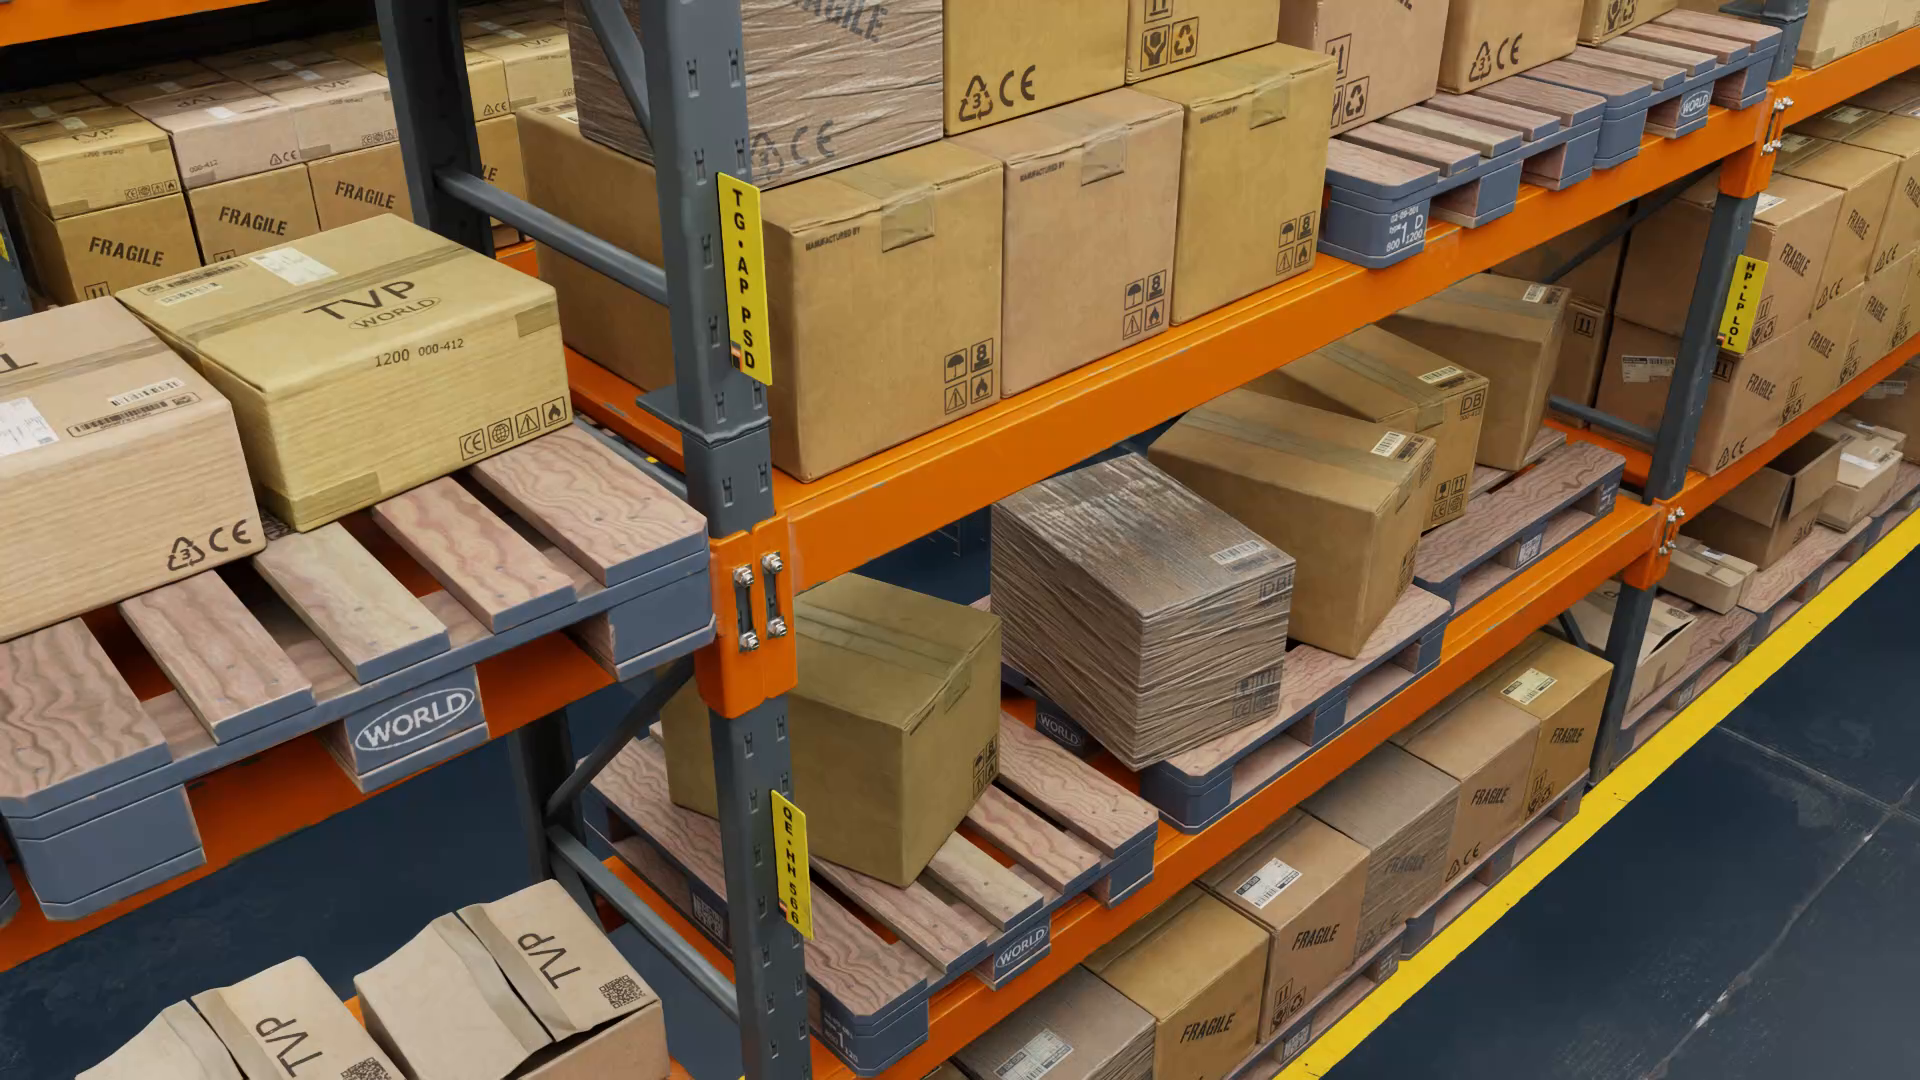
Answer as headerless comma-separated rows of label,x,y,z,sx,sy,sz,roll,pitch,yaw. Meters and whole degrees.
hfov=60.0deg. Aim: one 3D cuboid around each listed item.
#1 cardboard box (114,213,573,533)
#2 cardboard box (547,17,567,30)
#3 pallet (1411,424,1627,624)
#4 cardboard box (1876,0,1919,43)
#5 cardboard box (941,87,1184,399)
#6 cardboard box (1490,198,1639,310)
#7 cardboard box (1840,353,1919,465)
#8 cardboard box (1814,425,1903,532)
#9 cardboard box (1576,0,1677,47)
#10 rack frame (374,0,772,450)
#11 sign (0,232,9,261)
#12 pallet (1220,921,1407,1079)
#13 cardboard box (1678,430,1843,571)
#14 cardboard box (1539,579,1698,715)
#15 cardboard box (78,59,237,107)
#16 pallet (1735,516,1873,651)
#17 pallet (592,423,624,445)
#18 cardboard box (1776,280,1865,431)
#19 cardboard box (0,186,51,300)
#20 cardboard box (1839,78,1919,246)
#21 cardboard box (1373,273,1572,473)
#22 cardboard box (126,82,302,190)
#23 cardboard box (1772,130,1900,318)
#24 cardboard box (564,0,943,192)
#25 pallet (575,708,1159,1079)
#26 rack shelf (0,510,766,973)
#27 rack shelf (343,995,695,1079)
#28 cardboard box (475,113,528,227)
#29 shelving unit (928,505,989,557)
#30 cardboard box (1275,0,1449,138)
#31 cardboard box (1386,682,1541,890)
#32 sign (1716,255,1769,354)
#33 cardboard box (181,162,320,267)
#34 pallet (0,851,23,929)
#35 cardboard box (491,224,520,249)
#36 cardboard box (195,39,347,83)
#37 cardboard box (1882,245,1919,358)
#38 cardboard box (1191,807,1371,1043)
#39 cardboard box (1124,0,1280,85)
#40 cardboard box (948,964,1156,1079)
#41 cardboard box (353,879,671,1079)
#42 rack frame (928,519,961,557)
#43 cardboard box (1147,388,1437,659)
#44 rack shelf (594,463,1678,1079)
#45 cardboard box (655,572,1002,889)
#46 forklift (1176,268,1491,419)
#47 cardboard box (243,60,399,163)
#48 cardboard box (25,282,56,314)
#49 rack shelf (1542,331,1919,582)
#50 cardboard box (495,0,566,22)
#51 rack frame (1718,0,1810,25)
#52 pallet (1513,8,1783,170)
cardboard box,-0.999,-0.295,2.724,0.500,0.250,0.500,26,40,35
cardboard box,-1.693,-2.452,8.266,0.500,0.250,0.500,-25,39,-34
pallet,1.568,-0.178,5.850,1.213,0.211,1.003,-26,40,-35
cardboard box,3.122,-1.971,5.867,0.500,0.250,0.500,-26,40,-35
cardboard box,-0.034,-0.754,3.636,0.500,0.500,0.910,-26,40,-35
cardboard box,2.423,-1.249,6.364,0.500,0.500,0.500,-26,40,-35
cardboard box,4.930,-0.755,8.583,0.500,0.500,0.500,-26,40,-35
cardboard box,4.213,-0.323,8.116,0.500,0.250,0.500,-26,40,-35
cardboard box,1.809,-1.896,5.005,0.600,0.600,0.600,25,39,35
rack frame,-0.705,-1.642,2.310,0.127,3.000,1.000,-26,40,-35
sign,-3.700,-1.233,6.357,0.005,0.325,0.100,-26,40,-35
pallet,0.763,1.426,5.716,1.213,0.211,1.003,-26,40,-35
cardboard box,3.602,-0.293,7.825,0.637,0.503,0.797,-26,40,-35
cardboard box,2.683,0.391,6.890,0.500,0.311,0.500,-26,40,-35
cardboard box,-3.537,-1.917,7.391,0.500,0.250,0.500,-27,41,-37
pallet,3.627,0.010,8.032,1.213,0.211,1.003,-26,40,-35
pallet,-2.552,-0.468,8.814,1.213,0.211,1.003,-26,40,-35
cardboard box,3.161,-0.804,6.593,0.500,0.500,0.500,-25,39,-35
cardboard box,-3.909,-1.423,7.302,0.500,0.500,0.500,-26,40,-35
cardboard box,3.898,-1.579,6.903,0.500,0.500,0.500,-24,39,-34
cardboard box,1.729,-0.641,5.925,0.700,0.500,0.500,15,35,23
cardboard box,-3.174,-1.728,7.082,0.500,0.250,0.500,-26,40,-36
cardboard box,3.143,-1.214,6.305,0.500,0.500,0.500,-27,41,-37
cardboard box,-0.381,-0.984,3.055,0.500,0.500,0.500,-26,40,-35
pallet,-0.256,0.732,4.362,1.003,0.211,1.213,-26,40,-35
rack shelf,-2.171,0.654,2.120,4.000,0.370,1.077,-26,40,-35
rack shelf,-2.171,1.933,2.903,4.000,0.370,1.077,-26,40,-35
cardboard box,-2.414,-1.775,7.877,0.500,0.500,0.500,-25,39,-34
shelving unit,-0.011,-0.507,7.929,0.189,1.200,0.258,-26,40,-35
cardboard box,0.833,-1.421,4.230,0.600,0.600,0.600,27,41,37
cardboard box,1.693,0.834,5.986,0.500,0.500,0.500,-26,40,-35
sign,2.608,-0.785,5.548,0.005,0.325,0.100,-26,40,-35
cardboard box,-3.155,-1.411,7.283,0.500,0.500,0.500,-24,39,-34
pallet,-1.960,0.391,2.042,1.213,0.211,1.003,-24,39,-33
cardboard box,-2.362,-1.545,8.123,0.250,0.149,0.380,-24,39,-34
cardboard box,-3.159,-2.098,7.686,0.500,0.250,0.500,-27,41,-37
cardboard box,3.901,-1.161,7.178,0.500,0.500,0.500,-26,40,-36
cardboard box,0.954,1.193,5.399,0.500,0.500,0.500,-27,41,-37
cardboard box,0.367,-1.346,3.646,0.500,0.500,0.500,-26,40,-35
cardboard box,0.203,1.556,4.805,0.500,0.500,0.500,-27,41,-37
cardboard box,-1.001,1.067,3.715,0.500,0.311,0.500,-23,38,-33
rack frame,-0.078,-0.474,7.876,0.006,1.200,0.240,-26,40,-35
cardboard box,0.975,-0.073,4.996,0.700,0.500,0.500,18,36,27
rack shelf,0.762,0.514,5.223,4.000,0.370,1.077,-26,40,-35
cardboard box,-0.320,0.429,4.175,0.700,0.500,0.500,15,35,23
forklift,2.491,-2.292,9.189,3.031,2.935,1.130,-23,38,-33
cardboard box,-2.810,-1.907,7.374,0.500,0.250,0.500,-26,40,-35
cardboard box,-4.011,-1.092,7.381,0.250,0.149,0.380,-25,39,-35
rack shelf,3.695,-0.904,7.543,4.000,0.370,1.077,-26,40,-35
cardboard box,-2.036,-2.642,8.576,0.500,0.250,0.500,-25,40,-35
rack frame,2.228,-3.061,4.630,0.127,3.000,1.000,-26,40,-35
pallet,1.702,-1.497,5.128,1.003,0.211,1.213,-26,40,-35
